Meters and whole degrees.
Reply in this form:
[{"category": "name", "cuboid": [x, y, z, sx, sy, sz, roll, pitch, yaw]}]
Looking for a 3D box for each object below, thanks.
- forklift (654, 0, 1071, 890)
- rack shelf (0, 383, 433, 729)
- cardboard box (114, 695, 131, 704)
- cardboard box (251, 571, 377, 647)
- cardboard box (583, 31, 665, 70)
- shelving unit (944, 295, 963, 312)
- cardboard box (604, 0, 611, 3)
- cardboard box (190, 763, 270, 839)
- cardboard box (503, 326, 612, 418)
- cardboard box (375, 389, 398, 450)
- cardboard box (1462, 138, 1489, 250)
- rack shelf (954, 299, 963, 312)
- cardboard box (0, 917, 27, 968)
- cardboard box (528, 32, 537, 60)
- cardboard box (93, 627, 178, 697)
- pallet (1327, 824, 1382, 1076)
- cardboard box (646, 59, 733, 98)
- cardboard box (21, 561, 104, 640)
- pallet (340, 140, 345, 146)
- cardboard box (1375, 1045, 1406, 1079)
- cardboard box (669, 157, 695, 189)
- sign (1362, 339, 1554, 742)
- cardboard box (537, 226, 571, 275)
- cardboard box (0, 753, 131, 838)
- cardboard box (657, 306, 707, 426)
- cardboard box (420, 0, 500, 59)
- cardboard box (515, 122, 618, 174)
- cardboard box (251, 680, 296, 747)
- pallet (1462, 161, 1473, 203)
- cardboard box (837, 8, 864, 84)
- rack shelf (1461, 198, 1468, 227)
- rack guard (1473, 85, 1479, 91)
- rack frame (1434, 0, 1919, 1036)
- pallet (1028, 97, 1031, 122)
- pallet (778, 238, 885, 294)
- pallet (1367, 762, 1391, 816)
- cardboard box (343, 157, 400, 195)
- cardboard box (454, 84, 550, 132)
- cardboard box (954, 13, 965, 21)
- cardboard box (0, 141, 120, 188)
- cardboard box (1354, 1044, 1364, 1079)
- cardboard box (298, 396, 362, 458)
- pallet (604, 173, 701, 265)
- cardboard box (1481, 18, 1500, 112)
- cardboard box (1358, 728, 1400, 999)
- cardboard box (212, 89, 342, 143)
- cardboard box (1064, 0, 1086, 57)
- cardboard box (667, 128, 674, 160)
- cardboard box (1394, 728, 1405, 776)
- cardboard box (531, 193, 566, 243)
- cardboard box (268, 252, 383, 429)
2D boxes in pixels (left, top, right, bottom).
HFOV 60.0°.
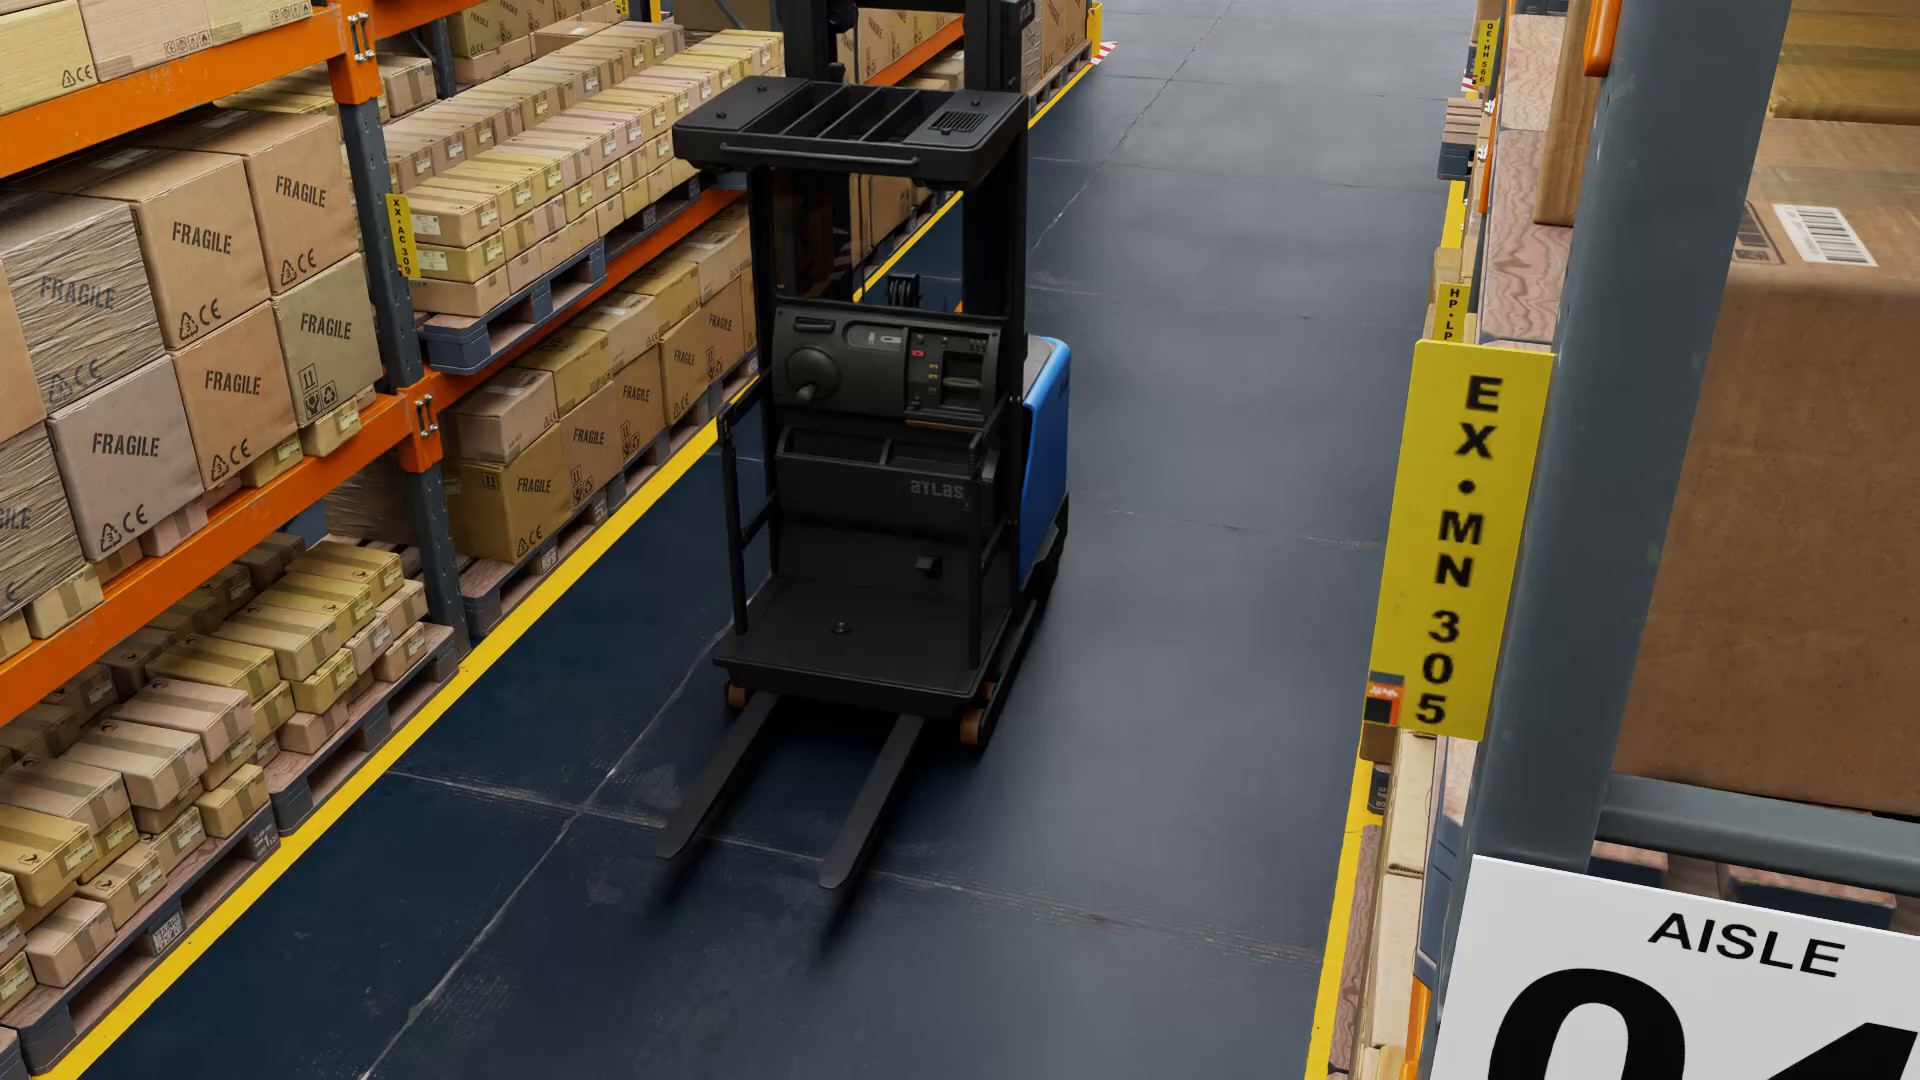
[{"category": "forklift", "cuboid": [-0.351, -0.651, 6.405, 1.130, 2.935, 3.031, 7, 30, 13]}, {"category": "rack shelf", "cuboid": [-3.242, 0.386, 5.211, 1.077, 0.370, 4.000, 8, 30, 15]}, {"category": "cardboard box", "cuboid": [-3.175, 0.571, 6.333, 0.380, 0.149, 0.250, 7, 30, 12]}, {"category": "cardboard box", "cuboid": [-2.548, 0.271, 6.565, 0.380, 0.149, 0.250, 9, 30, 15]}, {"category": "cardboard box", "cuboid": [-1.878, -2.738, 9.301, 0.380, 0.149, 0.250, 8, 30, 14]}, {"category": "shelving unit", "cuboid": [0.104, -0.731, 8.329, 0.258, 1.200, 0.503, 7, 30, 13]}, {"category": "cardboard box", "cuboid": [-3.880, -5.994, 17.565, 0.500, 0.500, 0.500, 9, 30, 15]}, {"category": "cardboard box", "cuboid": [-2.748, 0.916, 6.018, 0.380, 0.149, 0.250, 8, 30, 15]}, {"category": "cardboard box", "cuboid": [-2.032, -0.830, 8.025, 0.500, 0.250, 0.500, 9, 30, 16]}, {"category": "cardboard box", "cuboid": [-2.678, -0.659, 7.717, 0.500, 0.250, 0.500, 8, 30, 14]}, {"category": "cardboard box", "cuboid": [2.679, -1.579, 7.900, 0.500, 0.500, 0.500, 8, 30, 14]}, {"category": "rack shelf", "cuboid": [0.104, -1.074, 8.138, 0.258, 0.148, 0.480, 7, 30, 13]}, {"category": "cardboard box", "cuboid": [-3.142, 1.240, 5.130, 0.380, 0.149, 0.250, 7, 30, 12]}, {"category": "cardboard box", "cuboid": [-4.338, -4.949, 16.458, 0.500, 0.250, 0.500, 8, 30, 14]}, {"category": "cardboard box", "cuboid": [-3.174, 0.443, 6.256, 0.380, 0.149, 0.250, 8, 30, 14]}, {"category": "pallet", "cuboid": [1.759, 1.458, 5.413, 1.003, 0.211, 1.213, 8, 30, 15]}, {"category": "cardboard box", "cuboid": [-1.414, -2.395, 8.684, 0.380, 0.149, 0.250, 9, 30, 16]}, {"category": "cardboard box", "cuboid": [-2.905, 0.155, 5.145, 0.380, 0.149, 0.250, 9, 30, 16]}, {"category": "pallet", "cuboid": [-5.652, -3.086, 13.580, 1.003, 0.211, 1.213, 8, 30, 15]}, {"category": "cardboard box", "cuboid": [0.775, 1.100, 2.265, 0.500, 0.500, 0.500, 9, 30, 15]}, {"category": "cardboard box", "cuboid": [-1.568, -1.900, 8.407, 0.380, 0.149, 0.250, 9, 30, 16]}, {"category": "sign", "cuboid": [0.368, 0.009, 1.234, 0.100, 0.325, 0.005, 8, 30, 15]}, {"category": "cardboard box", "cuboid": [-1.947, -1.294, 7.318, 0.380, 0.149, 0.250, 9, 30, 15]}, {"category": "cardboard box", "cuboid": [-3.001, 0.863, 5.501, 0.380, 0.149, 0.250, 9, 30, 15]}, {"category": "cardboard box", "cuboid": [-1.720, -0.976, 9.058, 0.500, 0.500, 0.500, 7, 30, 13]}, {"category": "cardboard box", "cuboid": [-4.637, -4.780, 15.383, 0.500, 0.500, 0.500, 10, 31, 17]}, {"category": "cardboard box", "cuboid": [-1.796, -1.793, 7.602, 0.380, 0.149, 0.250, 8, 30, 14]}, {"category": "cardboard box", "cuboid": [-2.740, 0.623, 6.239, 0.380, 0.149, 0.250, 9, 30, 15]}, {"category": "pallet", "cuboid": [4.568, -2.920, 13.281, 1.003, 0.211, 1.213, 8, 30, 15]}, {"category": "cardboard box", "cuboid": [-0.944, -3.167, 10.755, 0.500, 0.500, 0.500, 8, 30, 14]}, {"category": "rack shelf", "cuboid": [3.818, -2.577, 10.537, 1.077, 0.370, 4.000, 8, 30, 15]}, {"category": "rack guard", "cuboid": [5.557, -4.552, 15.919, 1.175, 0.500, 0.348, 8, 30, 15]}, {"category": "rack frame", "cuboid": [0.883, -0.866, 0.550, 1.000, 3.000, 0.127, 8, 30, 15]}, {"category": "pallet", "cuboid": [-0.009, -3.699, 14.683, 1.003, 0.211, 1.213, 8, 30, 15]}, {"category": "pallet", "cuboid": [-1.177, -1.854, 11.365, 1.003, 0.211, 1.213, 8, 30, 15]}, {"category": "pallet", "cuboid": [2.211, 0.746, 6.692, 1.003, 0.211, 1.213, 8, 30, 15]}, {"category": "cardboard box", "cuboid": [-2.646, -1.531, 7.131, 0.380, 0.149, 0.250, 8, 30, 13]}, {"category": "cardboard box", "cuboid": [-2.263, -2.137, 8.221, 0.380, 0.149, 0.250, 8, 30, 14]}, {"category": "cardboard box", "cuboid": [-0.204, -4.339, 12.861, 0.500, 0.500, 0.500, 8, 30, 15]}, {"category": "cardboard box", "cuboid": [-3.158, -1.051, 5.616, 0.500, 0.500, 0.500, 8, 30, 13]}, {"category": "cardboard box", "cuboid": [0.971, 1.178, 3.305, 0.380, 0.149, 0.250, 8, 30, 14]}, {"category": "cardboard box", "cuboid": [-2.486, -0.447, 6.226, 0.380, 0.149, 0.250, 8, 30, 14]}, {"category": "pallet", "cuboid": [-2.023, -1.707, 8.431, 1.003, 0.211, 1.213, 8, 30, 15]}, {"category": "cardboard box", "cuboid": [3.419, -2.720, 9.519, 0.700, 0.500, 0.500, 13, 32, 22]}, {"category": "cardboard box", "cuboid": [1.787, 0.937, 5.234, 0.875, 0.875, 0.875, 8, 30, 15]}, {"category": "cardboard box", "cuboid": [-5.630, -3.368, 13.490, 0.950, 0.372, 0.625, 10, 30, 17]}, {"category": "cardboard box", "cuboid": [0.731, -5.365, 16.562, 0.875, 0.875, 0.875, 9, 30, 15]}, {"category": "cardboard box", "cuboid": [-1.567, -2.026, 8.327, 0.380, 0.149, 0.250, 9, 30, 16]}, {"category": "cardboard box", "cuboid": [1.348, 0.582, 4.376, 0.380, 0.149, 0.250, 8, 30, 14]}, {"category": "cardboard box", "cuboid": [-1.950, -1.420, 7.237, 0.380, 0.149, 0.250, 9, 30, 16]}, {"category": "cardboard box", "cuboid": [-2.527, -0.767, 6.134, 0.500, 0.500, 0.500, 9, 30, 15]}]
